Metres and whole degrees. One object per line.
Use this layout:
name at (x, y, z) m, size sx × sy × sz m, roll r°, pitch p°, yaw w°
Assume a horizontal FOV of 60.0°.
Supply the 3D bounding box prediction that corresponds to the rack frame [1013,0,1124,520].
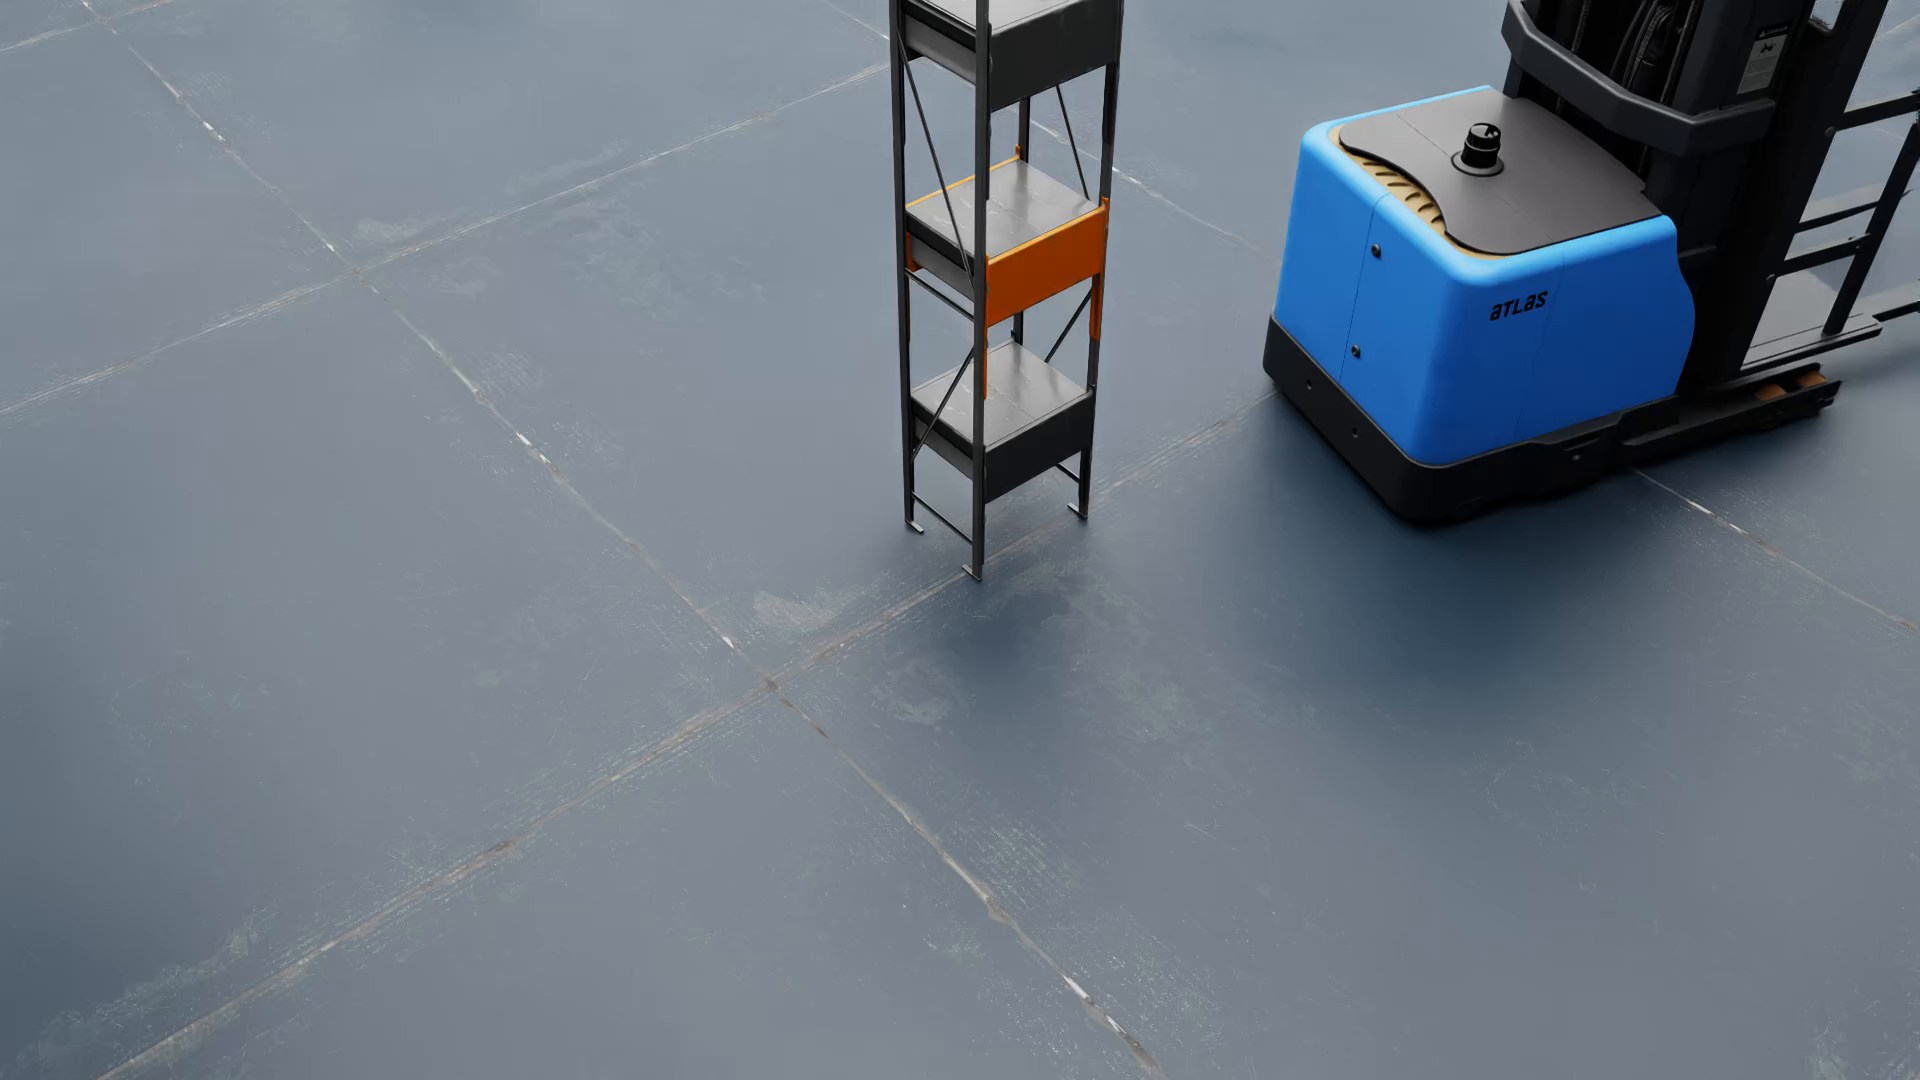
rack frame at (0.314, -0.945, 5.223) m, size 0.015 × 2.100 × 0.400 m, roll -30°, pitch 51°, yaw -28°

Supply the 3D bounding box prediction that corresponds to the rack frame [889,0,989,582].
rack frame at (-0.060, -0.731, 4.994) m, size 0.015 × 2.100 × 0.400 m, roll -30°, pitch 51°, yaw -28°

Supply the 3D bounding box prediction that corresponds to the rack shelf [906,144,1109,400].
rack shelf at (0.127, -0.828, 5.118) m, size 0.480 × 0.518 × 0.431 m, roll -30°, pitch 51°, yaw -28°

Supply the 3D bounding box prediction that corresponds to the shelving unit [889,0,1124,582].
shelving unit at (0.127, -0.838, 5.109) m, size 0.503 × 2.100 × 0.431 m, roll -30°, pitch 51°, yaw -28°

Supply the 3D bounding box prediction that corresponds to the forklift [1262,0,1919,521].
forklift at (2.721, -1.798, 5.523) m, size 3.031 × 2.935 × 1.130 m, roll -16°, pitch 46°, yaw -17°

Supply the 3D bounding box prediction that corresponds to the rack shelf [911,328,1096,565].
rack shelf at (0.127, -0.318, 5.597) m, size 0.480 × 0.518 × 0.431 m, roll -30°, pitch 51°, yaw -28°

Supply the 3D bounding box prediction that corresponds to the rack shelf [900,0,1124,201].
rack shelf at (0.127, -1.338, 4.639) m, size 0.480 × 0.518 × 0.431 m, roll -30°, pitch 51°, yaw -28°
